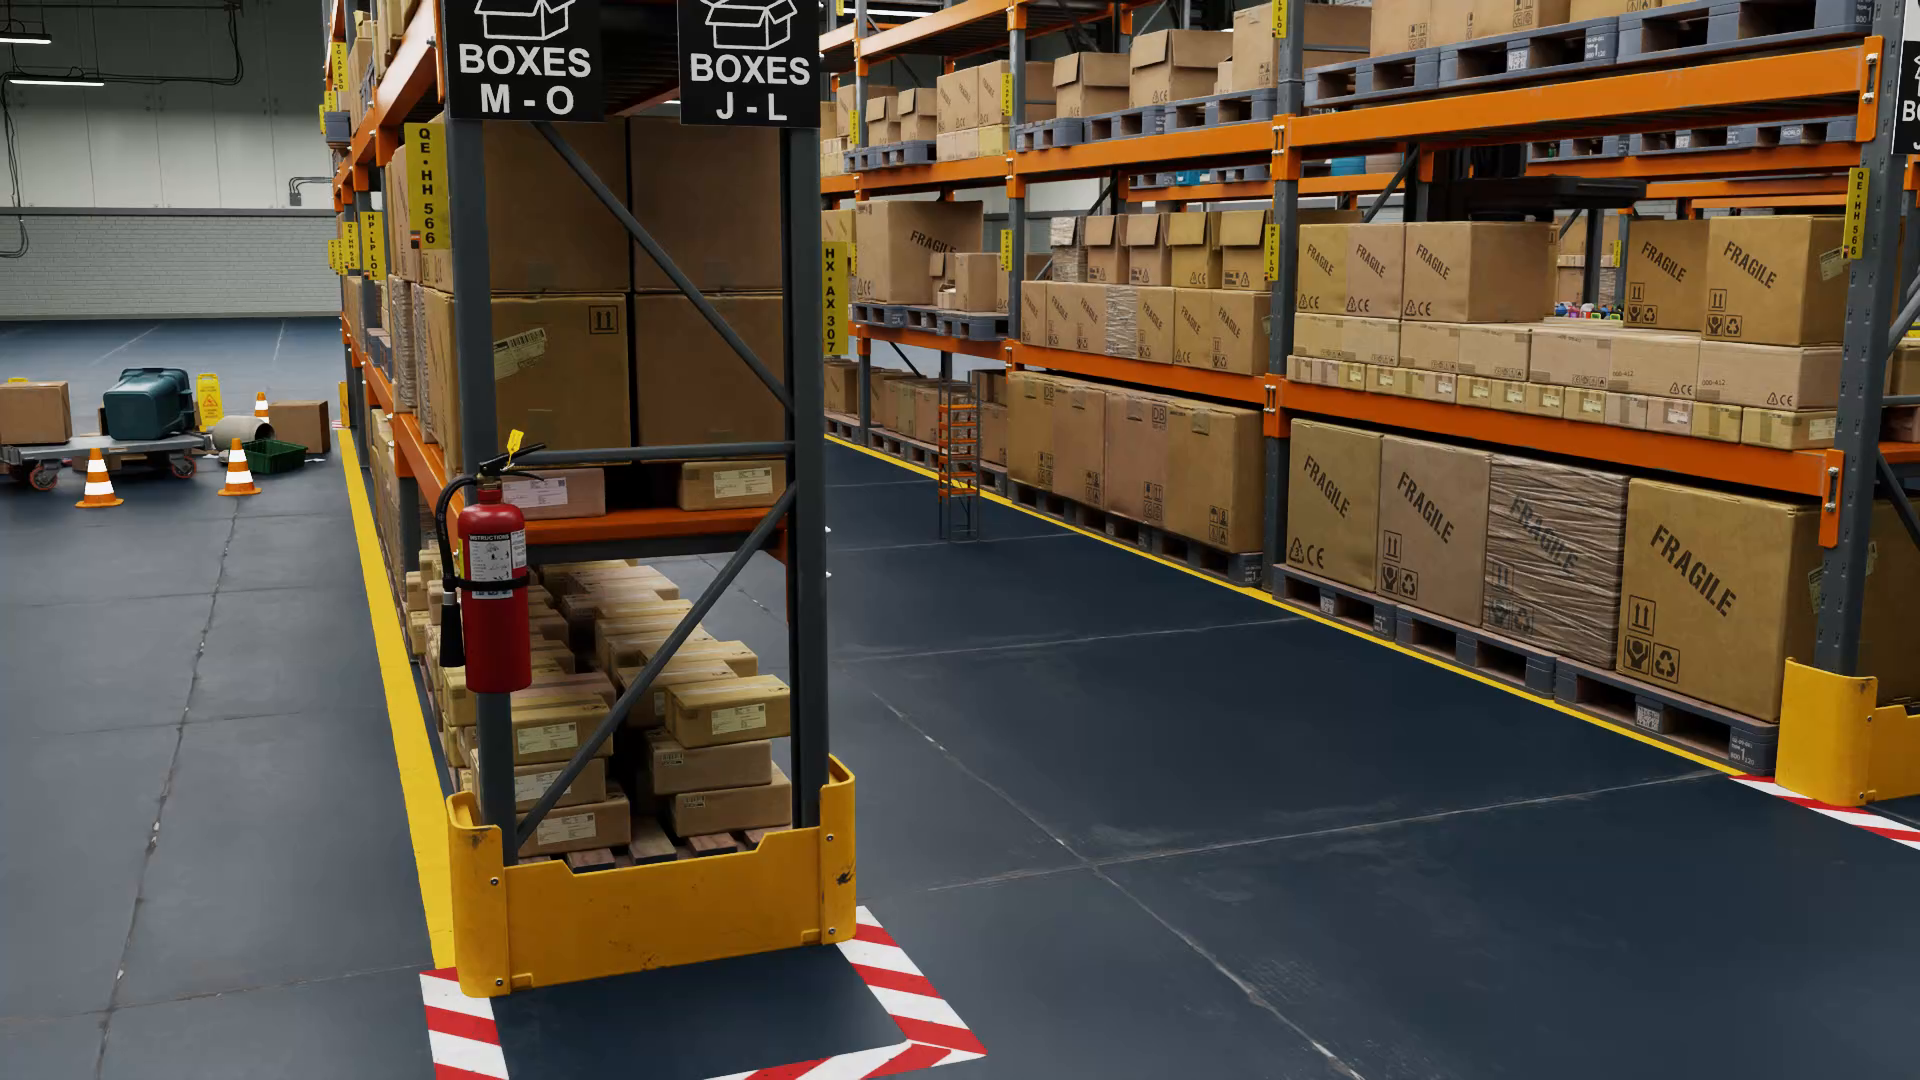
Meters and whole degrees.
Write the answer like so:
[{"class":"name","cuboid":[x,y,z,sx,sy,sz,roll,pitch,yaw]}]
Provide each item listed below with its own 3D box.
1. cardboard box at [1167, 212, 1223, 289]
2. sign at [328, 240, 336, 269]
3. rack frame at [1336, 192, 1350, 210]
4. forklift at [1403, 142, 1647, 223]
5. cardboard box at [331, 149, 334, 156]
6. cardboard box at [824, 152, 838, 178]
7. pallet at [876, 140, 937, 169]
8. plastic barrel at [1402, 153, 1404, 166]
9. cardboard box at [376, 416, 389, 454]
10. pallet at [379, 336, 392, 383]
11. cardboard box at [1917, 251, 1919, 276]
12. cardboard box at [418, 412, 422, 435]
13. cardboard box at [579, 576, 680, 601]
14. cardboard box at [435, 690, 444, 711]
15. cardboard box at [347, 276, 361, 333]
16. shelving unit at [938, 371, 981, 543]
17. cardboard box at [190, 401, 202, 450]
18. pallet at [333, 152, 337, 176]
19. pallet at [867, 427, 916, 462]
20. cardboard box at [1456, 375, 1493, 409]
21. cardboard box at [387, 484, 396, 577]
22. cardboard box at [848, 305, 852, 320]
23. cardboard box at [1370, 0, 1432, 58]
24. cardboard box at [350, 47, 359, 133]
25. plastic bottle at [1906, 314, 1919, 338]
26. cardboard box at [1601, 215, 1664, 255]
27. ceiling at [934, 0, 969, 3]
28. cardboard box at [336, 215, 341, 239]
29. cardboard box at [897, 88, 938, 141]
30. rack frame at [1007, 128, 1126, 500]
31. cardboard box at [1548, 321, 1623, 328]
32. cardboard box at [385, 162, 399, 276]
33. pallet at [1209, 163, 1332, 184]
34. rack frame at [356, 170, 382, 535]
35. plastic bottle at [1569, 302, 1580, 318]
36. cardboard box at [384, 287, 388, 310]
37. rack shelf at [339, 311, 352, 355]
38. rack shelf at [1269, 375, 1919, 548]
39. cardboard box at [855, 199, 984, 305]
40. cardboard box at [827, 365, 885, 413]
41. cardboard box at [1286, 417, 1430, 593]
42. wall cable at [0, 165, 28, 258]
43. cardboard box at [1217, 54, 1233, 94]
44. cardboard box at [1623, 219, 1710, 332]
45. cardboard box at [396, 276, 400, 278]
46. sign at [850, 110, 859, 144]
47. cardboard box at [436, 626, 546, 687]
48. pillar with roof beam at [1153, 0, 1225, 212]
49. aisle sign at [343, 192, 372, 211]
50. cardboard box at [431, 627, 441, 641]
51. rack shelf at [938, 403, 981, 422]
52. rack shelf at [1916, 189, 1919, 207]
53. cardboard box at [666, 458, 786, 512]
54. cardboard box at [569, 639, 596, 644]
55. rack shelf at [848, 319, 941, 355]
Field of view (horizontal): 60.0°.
[{"class":"cardboard box","cuboid":[1.854,-1.948,11.159,0.797,0.503,0.637,-4,11,-20]},{"class":"sign","cuboid":[-7.196,-3.280,19.097,0.100,0.325,0.005,-4,11,-21]},{"class":"rack frame","cuboid":[4.049,-2.809,19.146,1.000,3.000,0.127,-4,11,-21]},{"class":"forklift","cuboid":[3.742,-1.308,10.903,1.130,2.935,3.031,-9,13,-40]},{"class":"cardboard box","cuboid":[-6.851,-4.382,18.657,0.380,0.149,0.250,-4,11,-20]},{"class":"cardboard box","cuboid":[-1.156,-4.041,17.938,0.500,0.250,0.500,-4,11,-19]},{"class":"pallet","cuboid":[-0.065,-3.602,15.578,1.213,0.211,1.003,-4,11,-21]},{"class":"plastic barrel","cuboid":[4.909,-4.250,17.250,0.600,0.901,0.708,-4,11,-21]},{"class":"cardboard box","cuboid":[-3.570,-0.678,10.964,0.500,0.250,0.500,-4,11,-22]},{"class":"pallet","cuboid":[-3.022,-1.128,10.247,1.003,0.211,1.213,-4,11,-21]},{"class":"cardboard box","cuboid":[13.307,-3.833,23.132,0.500,0.500,0.500,-4,11,-22]},{"class":"cardboard box","cuboid":[-2.099,-0.532,7.064,0.380,0.149,0.250,-4,11,-20]},{"class":"cardboard box","cuboid":[-1.416,0.263,7.118,0.380,0.149,0.250,-4,11,-23]},{"class":"cardboard box","cuboid":[-1.988,0.595,6.949,0.380,0.149,0.250,-4,11,-22]},{"class":"cardboard box","cuboid":[-5.287,-2.143,15.115,0.500,0.500,0.500,-4,11,-20]},{"class":"shelving unit","cuboid":[-0.005,-0.593,11.828,0.258,1.200,0.189,-4,11,-21]},{"class":"cardboard box","cuboid":[-8.258,-1.163,17.024,0.637,0.503,0.797,5,11,28]},{"class":"pallet","cuboid":[-6.398,-4.162,18.441,1.003,0.211,1.213,-4,11,-21]},{"class":"pallet","cuboid":[-0.284,-0.995,16.909,1.003,0.211,1.213,-4,11,-21]},{"class":"cardboard box","cuboid":[2.695,-0.741,8.240,0.380,0.149,0.250,-4,11,-23]},{"class":"cardboard box","cuboid":[-3.017,-0.055,9.603,0.500,0.500,0.500,-4,11,-22]},{"class":"cardboard box","cuboid":[-1.001,-2.429,17.726,0.380,0.149,0.250,-4,11,-21]},{"class":"cardboard box","cuboid":[2.671,-2.847,9.024,0.700,0.500,0.500,-5,11,-24]},{"class":"cardboard box","cuboid":[-3.631,-2.878,10.685,0.500,0.500,0.500,-4,11,-21]},{"class":"plastic bottle","cuboid":[7.108,-1.563,12.285,0.144,0.351,0.185,-4,11,-21]},{"class":"cardboard box","cuboid":[8.500,-3.883,21.193,0.700,0.500,0.500,-4,11,-21]},{"class":"ceiling","cuboid":[3.095,-15.256,46.295,6.000,0.001,6.000,-4,11,-21]},{"class":"cardboard box","cuboid":[-6.217,-3.208,17.877,0.875,0.550,0.550,-4,11,-21]},{"class":"cardboard box","cuboid":[-0.147,-3.992,15.740,0.797,0.503,0.637,-3,11,-19]},{"class":"rack frame","cuboid":[0.882,-1.842,13.709,1.000,3.000,0.127,-4,11,-21]},{"class":"cardboard box","cuboid":[3.291,-0.955,8.305,0.500,0.250,0.500,-4,11,-22]},{"class":"cardboard box","cuboid":[-2.392,-1.489,7.738,0.500,0.500,0.500,-4,11,-20]},{"class":"pallet","cuboid":[3.696,-4.304,19.527,1.213,0.211,1.003,-4,11,-21]},{"class":"rack frame","cuboid":[-3.778,-1.543,12.032,1.000,3.000,0.127,-4,11,-21]},{"class":"plastic bottle","cuboid":[5.430,-1.951,14.656,0.061,0.283,0.133,-4,11,-21]},{"class":"cardboard box","cuboid":[-3.590,-1.594,10.984,0.380,0.149,0.250,-4,11,-23]},{"class":"rack shelf","cuboid":[-5.952,-2.169,17.600,1.077,0.370,4.000,-4,11,-21]},{"class":"rack shelf","cuboid":[3.056,-0.508,8.266,1.077,0.370,4.000,-4,11,-21]},{"class":"cardboard box","cuboid":[-0.410,-2.858,16.511,1.000,1.000,1.000,-4,11,-21]},{"class":"cardboard box","cuboid":[-1.188,-1.728,19.007,0.500,0.500,0.500,-5,11,-26]},{"class":"cardboard box","cuboid":[2.496,-0.237,9.553,0.875,0.875,0.875,-4,11,-21]},{"class":"wall cable","cuboid":[-27.173,-8.919,45.230,3.097,2.526,0.112,-4,11,-21]},{"class":"cardboard box","cuboid":[2.018,-3.013,10.785,0.500,0.311,0.500,-4,11,-23]},{"class":"cardboard box","cuboid":[3.484,-1.239,7.758,0.500,0.500,0.500,-4,11,-22]},{"class":"cardboard box","cuboid":[-2.198,-0.909,7.330,0.500,0.500,0.500,-4,11,-21]},{"class":"sign","cuboid":[-1.071,-4.190,16.870,0.100,0.325,0.005,-4,11,-21]},{"class":"cardboard box","cuboid":[-1.740,0.431,6.177,0.380,0.149,0.250,-3,11,-19]},{"class":"pillar with roof beam","cuboid":[2.358,-9.650,40.474,9.100,9.000,0.548,-4,11,-21]},{"class":"aisle sign","cuboid":[-6.982,-4.122,19.103,0.394,0.787,0.004,-4,11,-21]},{"class":"cardboard box","cuboid":[-1.993,0.448,6.927,0.380,0.149,0.250,-4,11,-21]},{"class":"rack shelf","cuboid":[-0.005,-0.904,11.773,0.258,0.103,0.180,-4,11,-21]},{"class":"rack shelf","cuboid":[10.841,-3.266,15.204,1.077,0.370,4.000,-4,11,-21]},{"class":"cardboard box","cuboid":[-0.691,-0.188,5.127,0.380,0.149,0.250,-4,11,-21]},{"class":"cardboard box","cuboid":[-1.449,0.456,6.884,0.380,0.149,0.250,-3,11,-18]},{"class":"rack shelf","cuboid":[-1.292,-2.467,19.277,1.077,0.370,4.000,-4,11,-21]}]
